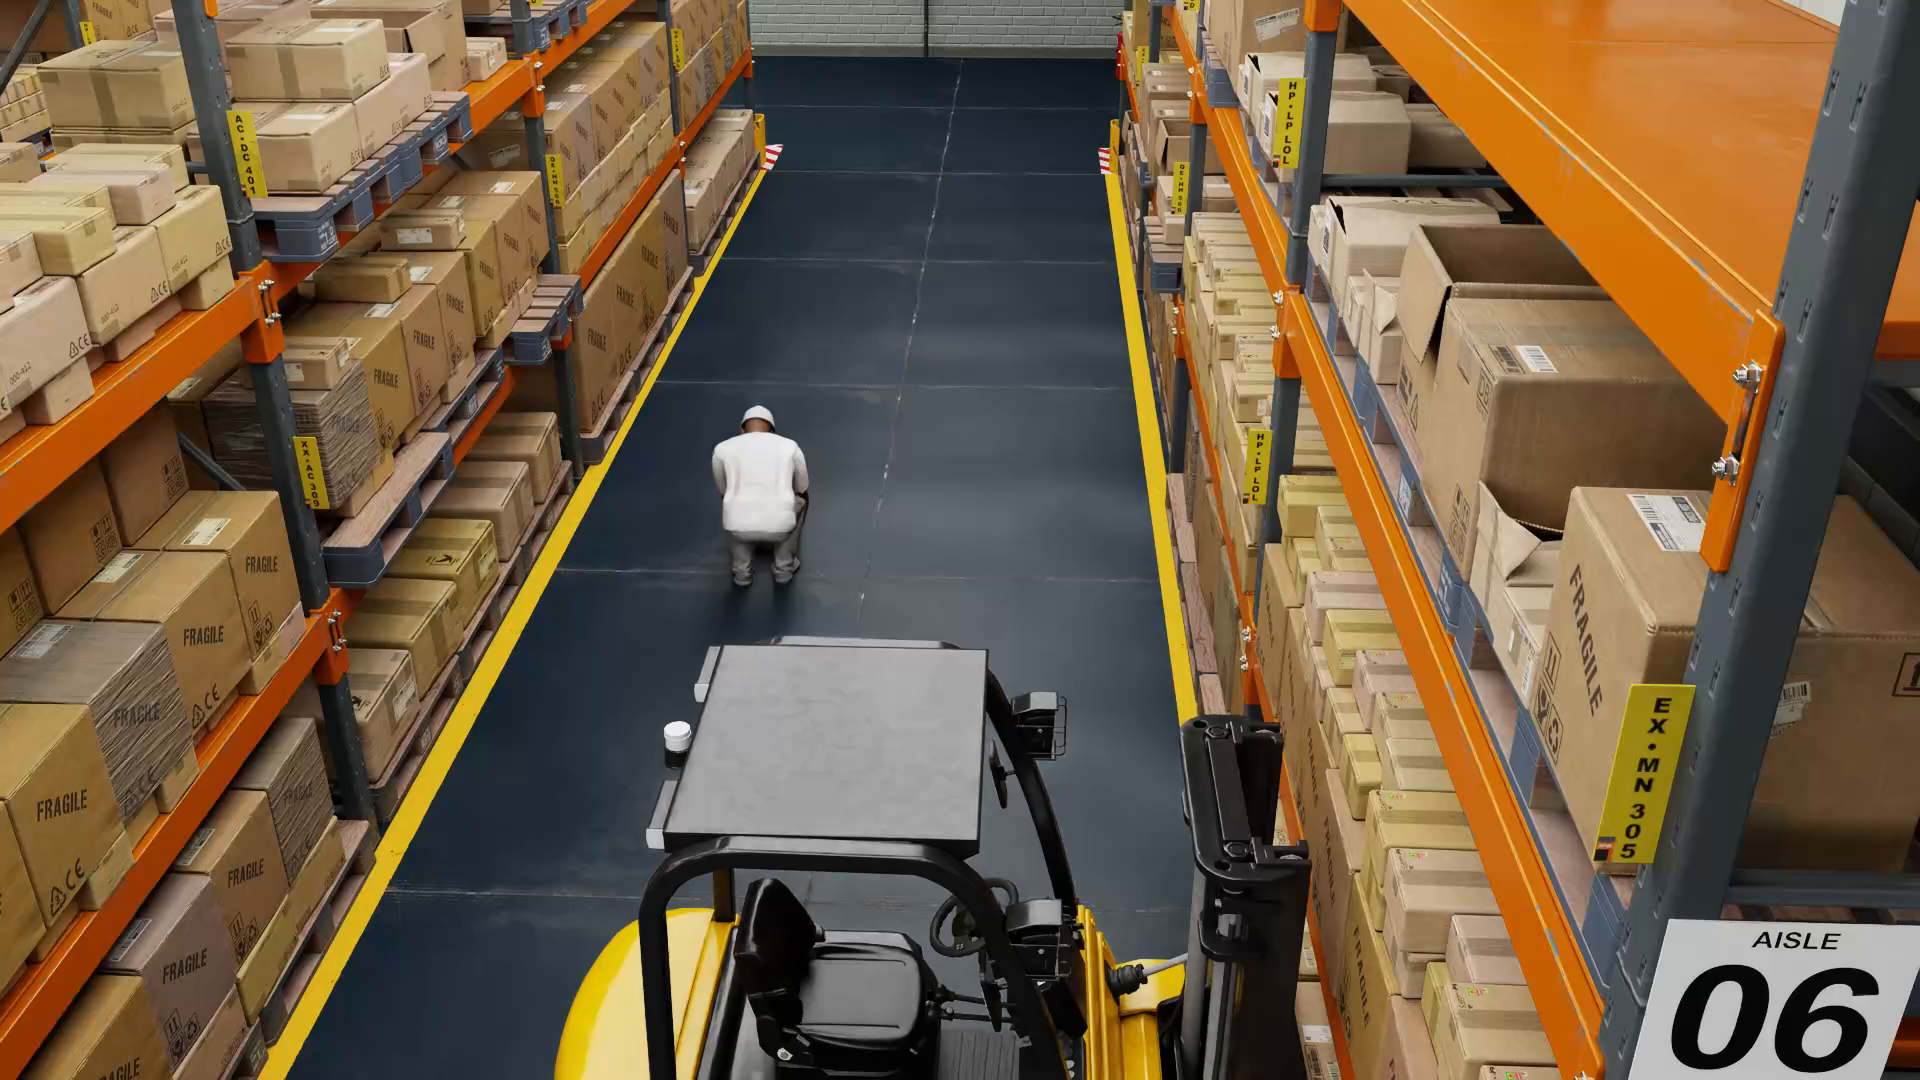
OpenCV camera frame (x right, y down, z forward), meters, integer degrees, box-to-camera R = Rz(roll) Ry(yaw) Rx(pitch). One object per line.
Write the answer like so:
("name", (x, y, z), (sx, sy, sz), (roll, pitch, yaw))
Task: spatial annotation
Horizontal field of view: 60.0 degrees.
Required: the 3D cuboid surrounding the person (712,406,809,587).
("person", (-1.211, -0.246, 9.983), (0.567, 0.914, 0.897), (1, 28, 2))
